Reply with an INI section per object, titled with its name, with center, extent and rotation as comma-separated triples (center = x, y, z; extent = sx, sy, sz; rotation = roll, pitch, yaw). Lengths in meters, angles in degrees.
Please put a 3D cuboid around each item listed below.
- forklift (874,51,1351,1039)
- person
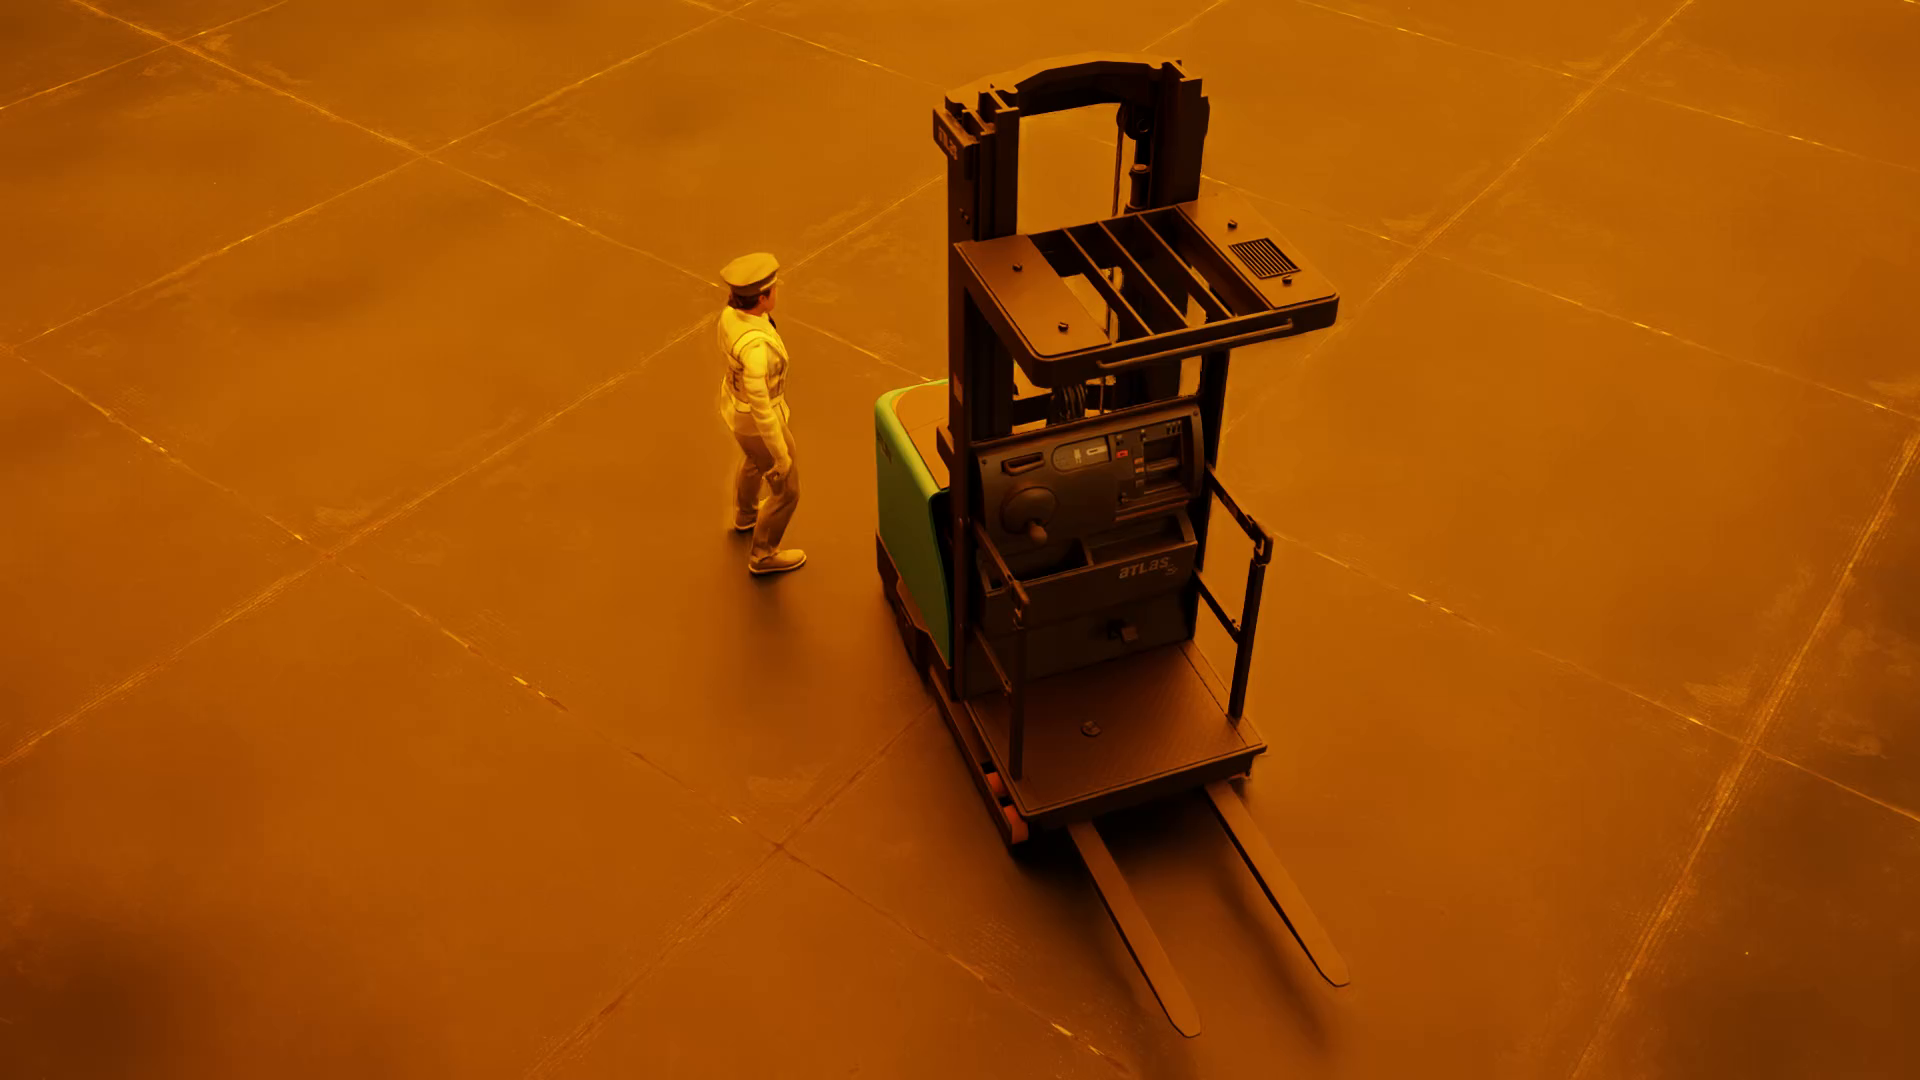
[forklift]
center = 0.590, -0.170, 6.273
extent = 1.130, 2.935, 3.031
rotation = -14, 42, -15
[person]
center = -0.937, -0.572, 7.741
extent = 0.332, 1.644, 0.699
rotation = -16, 43, -17
